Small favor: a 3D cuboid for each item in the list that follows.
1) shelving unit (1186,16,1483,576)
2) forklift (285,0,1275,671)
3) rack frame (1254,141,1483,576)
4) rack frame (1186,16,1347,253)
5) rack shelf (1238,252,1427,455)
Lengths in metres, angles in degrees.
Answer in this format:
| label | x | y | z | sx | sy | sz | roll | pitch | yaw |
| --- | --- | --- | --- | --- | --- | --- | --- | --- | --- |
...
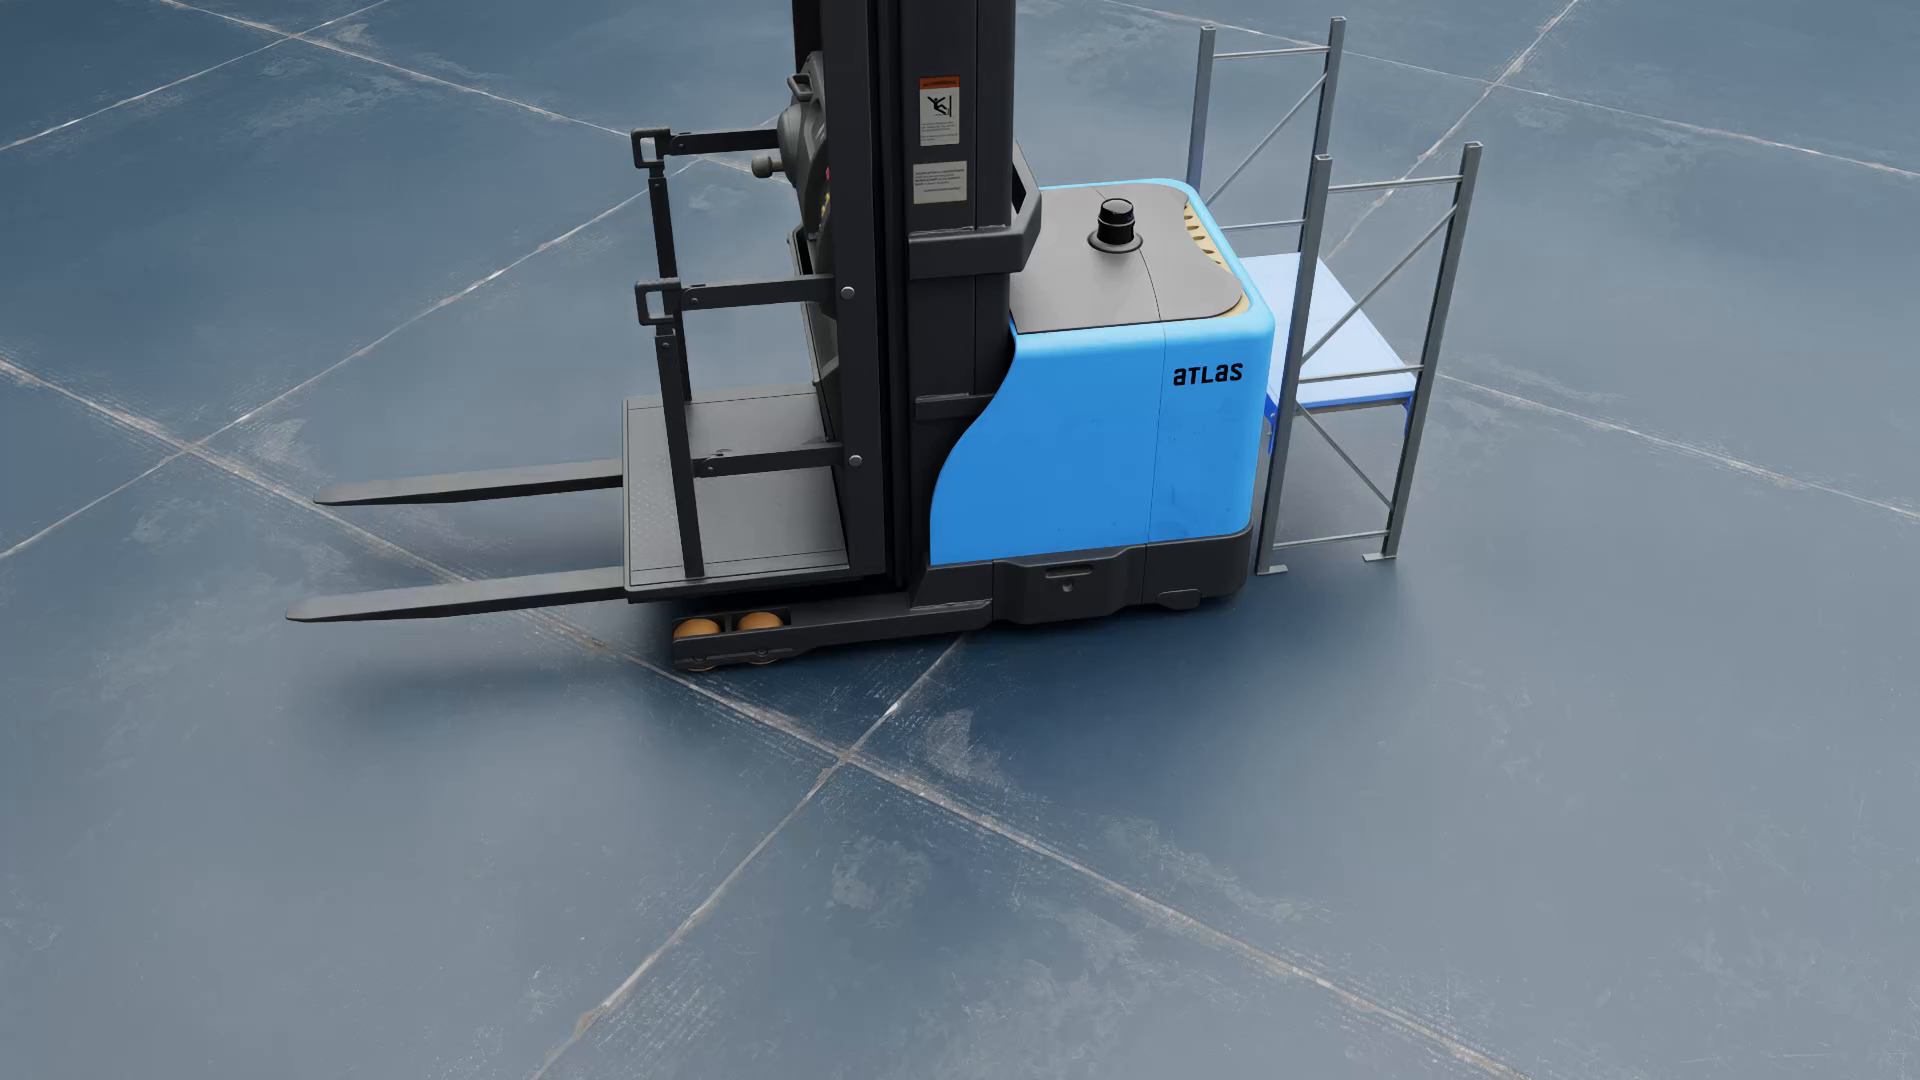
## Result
| label | x | y | z | sx | sy | sz | roll | pitch | yaw |
| --- | --- | --- | --- | --- | --- | --- | --- | --- | --- |
| shelving unit | 1.141 | -0.816 | 5.577 | 0.538 | 1.500 | 1.048 | -7 | 38 | -10 |
| forklift | -0.622 | -1.098 | 4.773 | 3.031 | 2.935 | 1.130 | -6 | 38 | -7 |
| rack frame | 1.244 | -0.512 | 5.183 | 0.500 | 1.500 | 0.032 | -7 | 38 | -10 |
| rack frame | 1.037 | -1.120 | 5.972 | 0.500 | 1.500 | 0.032 | -7 | 38 | -10 |
| rack shelf | 1.139 | -0.674 | 5.687 | 0.538 | 0.185 | 1.000 | -7 | 38 | -10 |
